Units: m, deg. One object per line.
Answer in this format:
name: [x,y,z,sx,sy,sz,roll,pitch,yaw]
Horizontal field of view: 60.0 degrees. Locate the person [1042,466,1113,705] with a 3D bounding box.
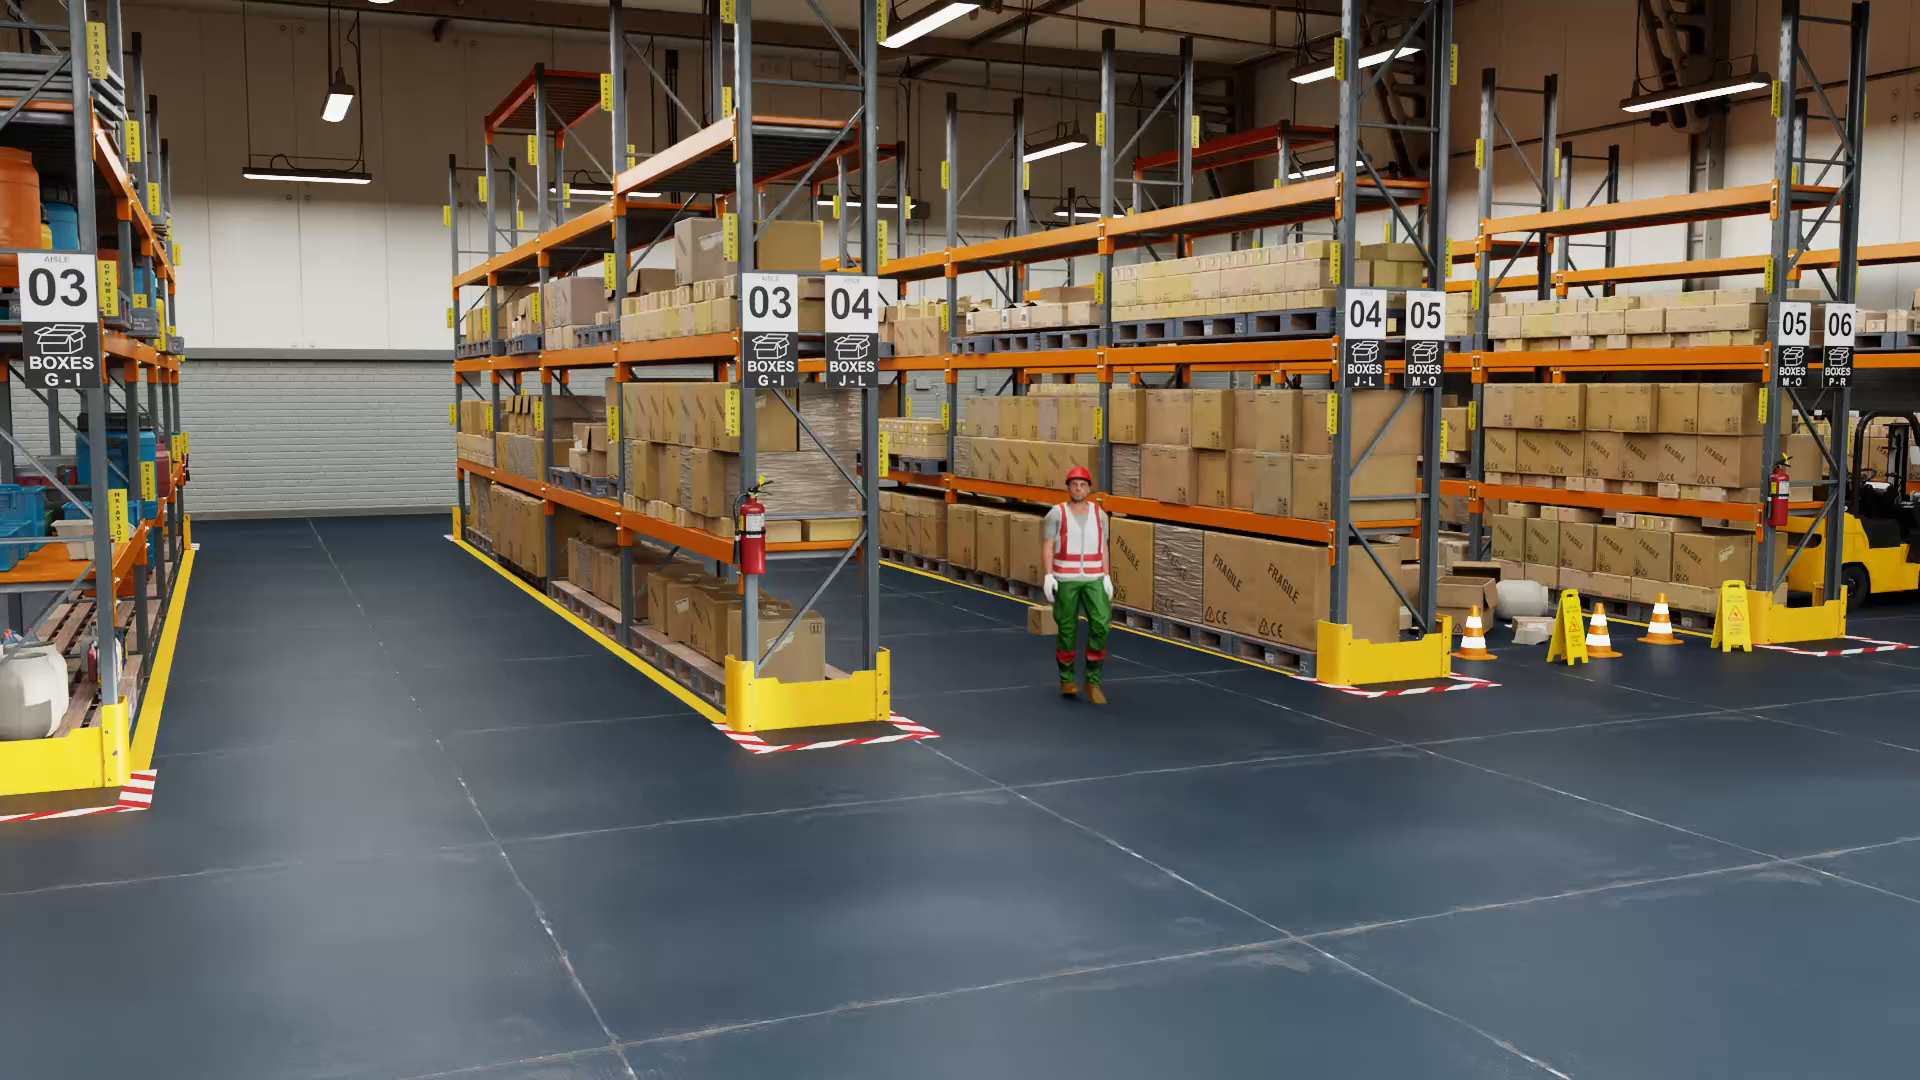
person: [0.923,0.356,12.835,0.592,1.845,0.530,-1,5,-7]
